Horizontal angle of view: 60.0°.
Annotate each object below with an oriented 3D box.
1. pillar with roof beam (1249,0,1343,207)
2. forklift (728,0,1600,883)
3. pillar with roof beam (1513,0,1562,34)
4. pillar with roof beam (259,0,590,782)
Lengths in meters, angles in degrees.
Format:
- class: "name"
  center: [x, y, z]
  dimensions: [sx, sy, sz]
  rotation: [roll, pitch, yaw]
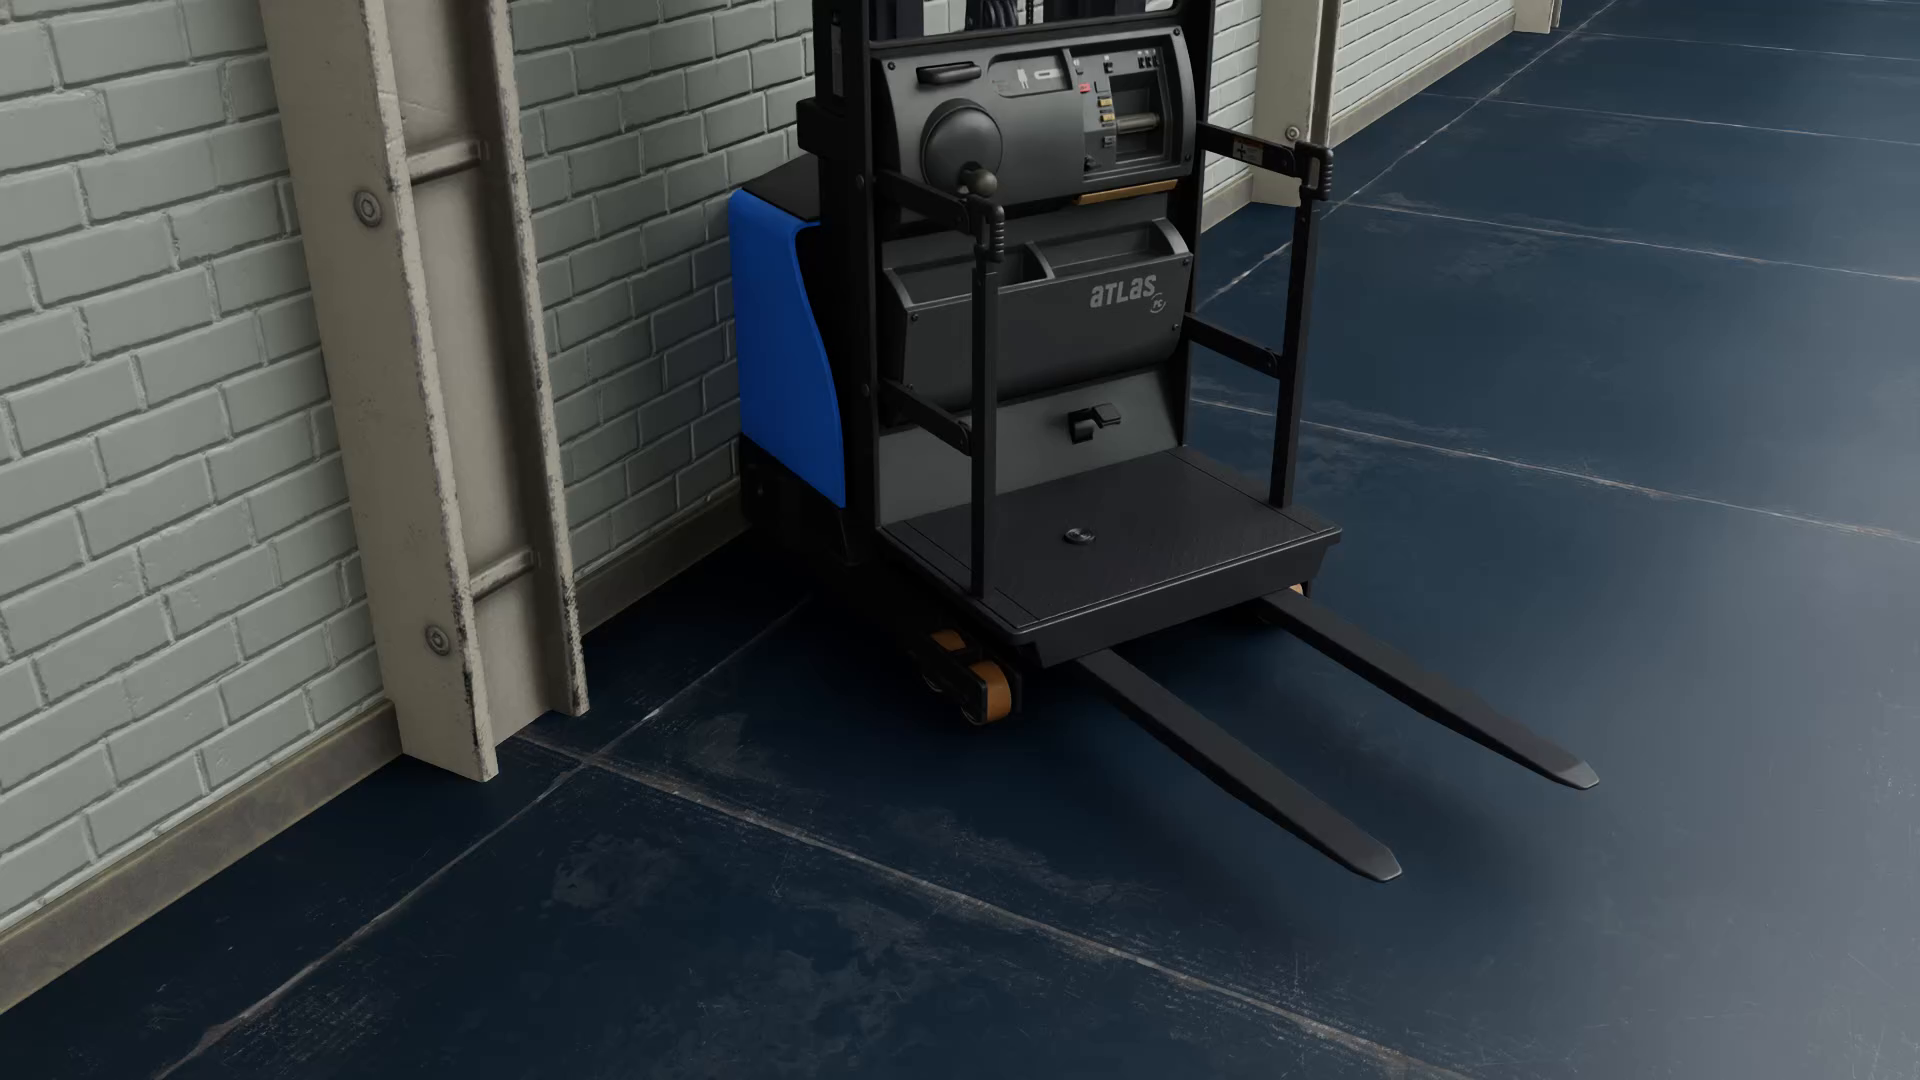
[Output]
- class: "pillar with roof beam"
  center: [5.499, -4.931, 5.048]
  dimensions: [9.100, 9.000, 0.400]
  rotation: [14, 30, 26]
- class: "forklift"
  center: [0.334, -1.072, 4.117]
  dimensions: [1.130, 2.935, 3.031]
  rotation: [-16, 31, -28]
- class: "pillar with roof beam"
  center: [8.451, -7.270, 9.719]
  dimensions: [9.100, 9.000, 0.400]
  rotation: [14, 30, 26]
- class: "pillar with roof beam"
  center: [2.548, -2.593, 0.377]
  dimensions: [9.100, 9.000, 0.400]
  rotation: [14, 30, 26]
